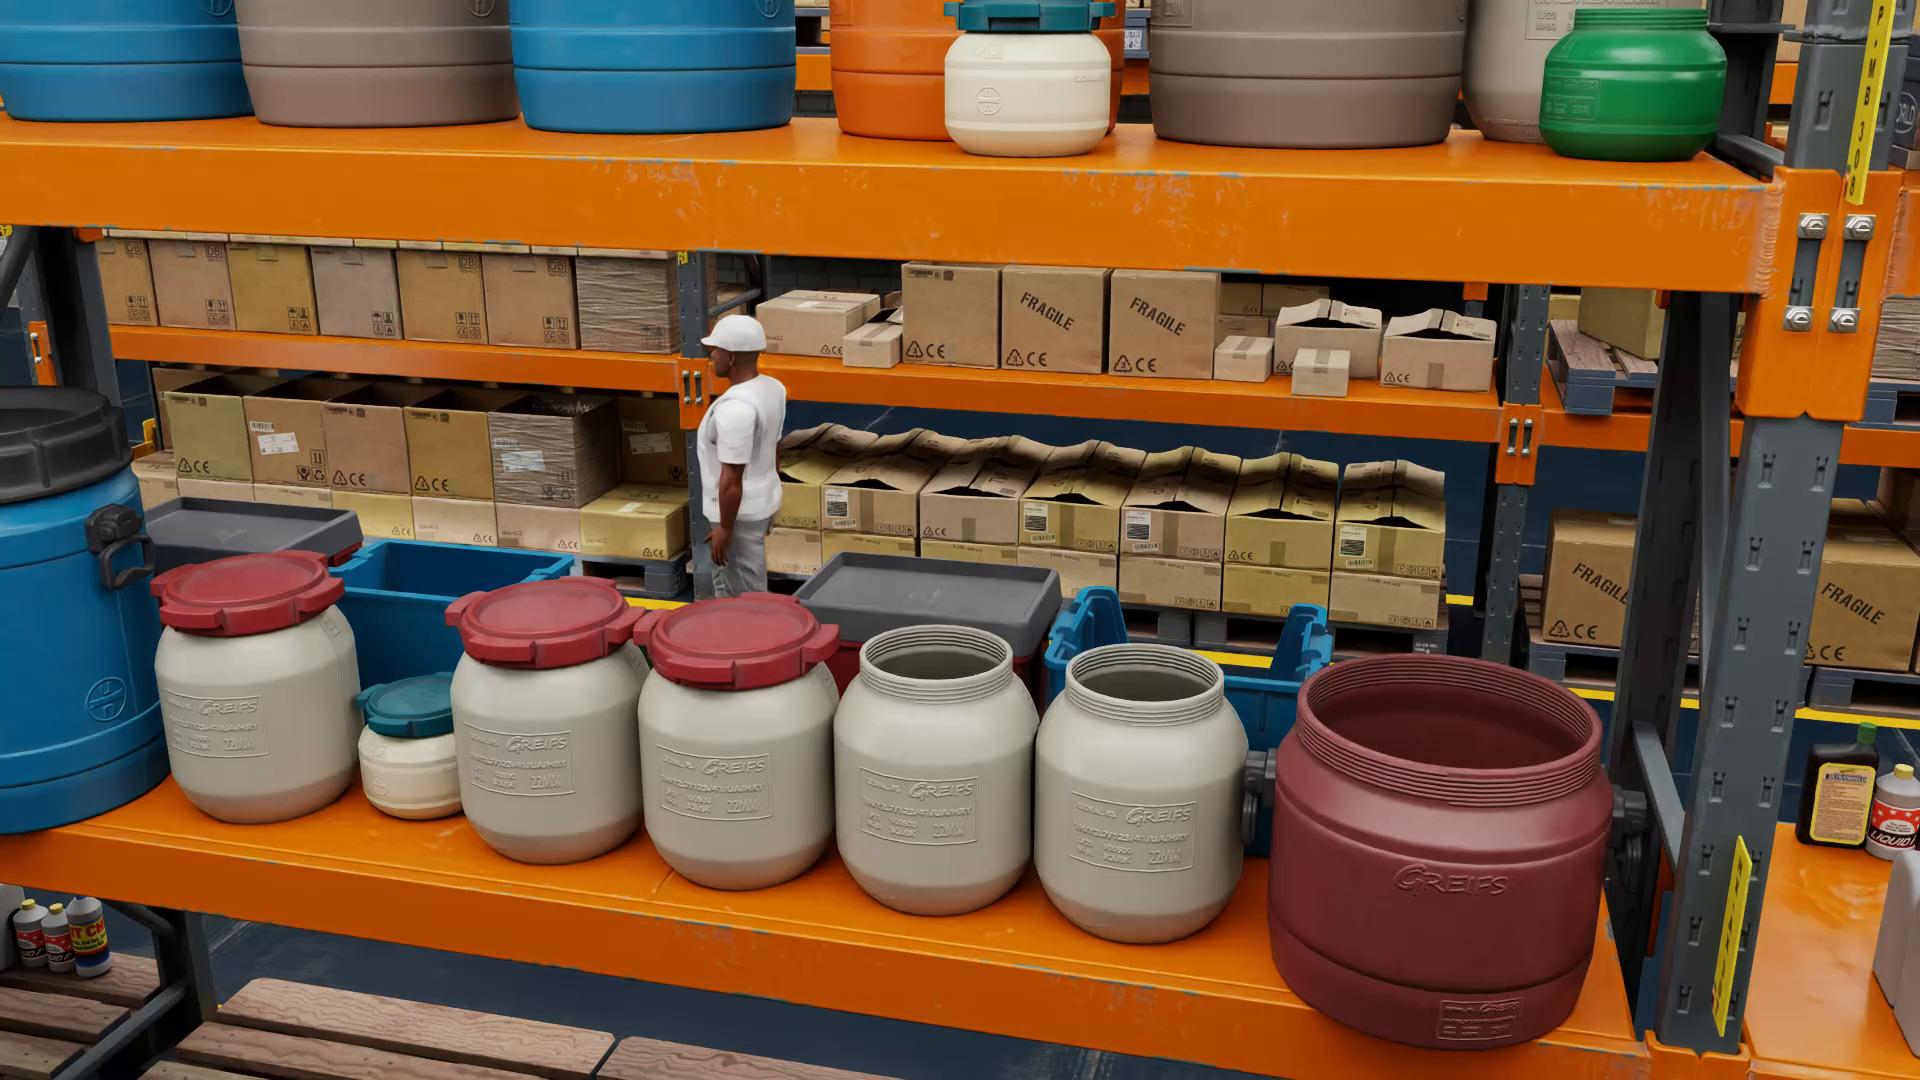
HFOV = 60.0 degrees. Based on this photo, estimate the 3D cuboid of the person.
[{"bbox_3d":[-1.031,-0.131,7.416,0.753,1.764,0.571,4,18,11],"label":"person"}]
